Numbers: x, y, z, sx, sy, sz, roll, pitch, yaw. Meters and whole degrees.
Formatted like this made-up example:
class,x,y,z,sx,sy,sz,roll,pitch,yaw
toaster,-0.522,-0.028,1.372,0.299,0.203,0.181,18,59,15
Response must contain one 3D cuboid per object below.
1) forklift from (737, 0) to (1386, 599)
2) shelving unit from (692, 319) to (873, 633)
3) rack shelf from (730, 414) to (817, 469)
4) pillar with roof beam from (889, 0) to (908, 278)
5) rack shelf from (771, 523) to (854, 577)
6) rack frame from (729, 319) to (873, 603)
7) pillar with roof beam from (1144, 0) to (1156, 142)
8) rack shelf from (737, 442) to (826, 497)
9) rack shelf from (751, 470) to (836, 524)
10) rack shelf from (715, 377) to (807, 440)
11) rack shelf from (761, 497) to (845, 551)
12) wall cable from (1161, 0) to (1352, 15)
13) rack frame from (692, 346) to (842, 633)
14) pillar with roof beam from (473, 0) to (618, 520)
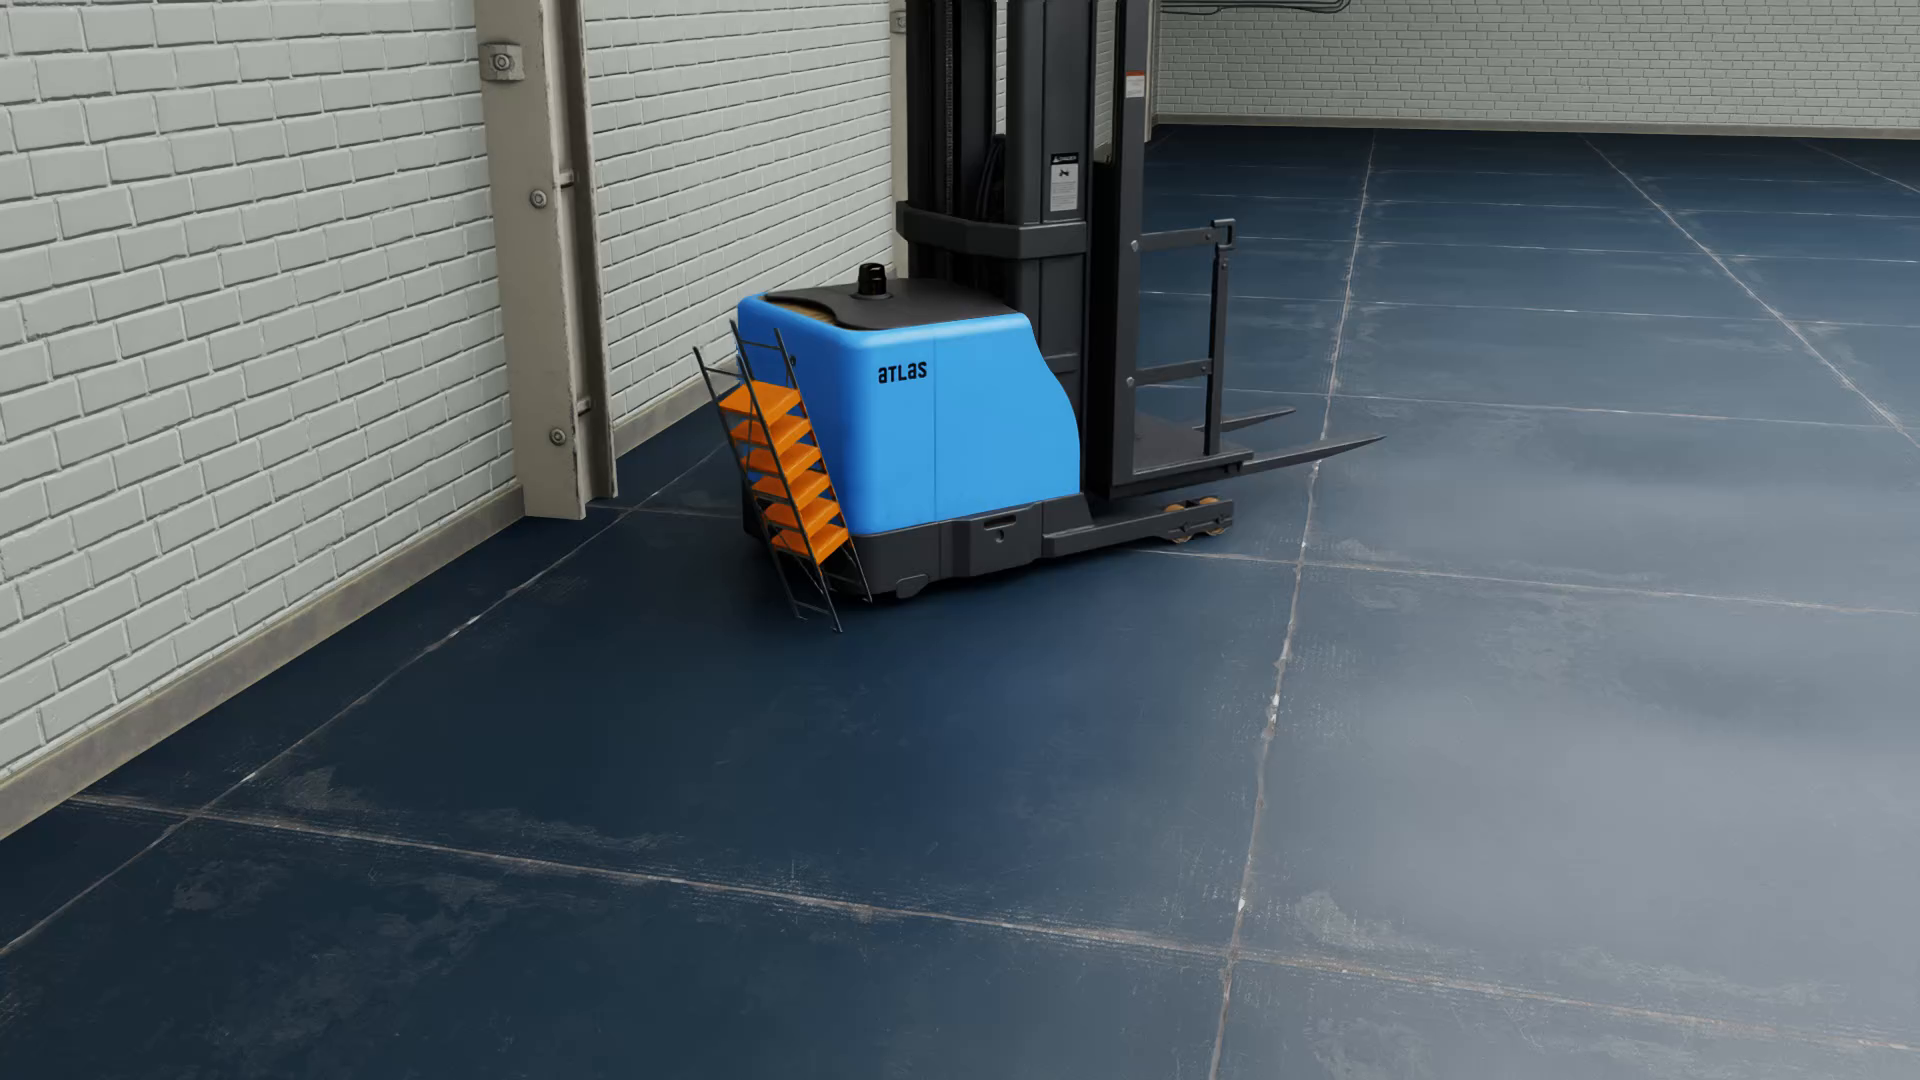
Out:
class,x,y,z,sx,sy,sz,roll,pitch,yaw
forklift,0.591,-1.502,7.050,3.031,2.935,1.130,-12,22,-31
shelving unit,-0.618,-0.209,5.959,0.258,1.200,0.189,15,46,38
rack shelf,-0.664,-0.363,5.848,0.258,0.103,0.180,15,46,38
pillar with roof beam,3.839,-5.963,10.723,9.100,9.000,0.400,5,19,13
rack shelf,-0.550,0.016,6.119,0.258,0.103,0.180,15,46,38
rack frame,-0.563,-0.261,6.009,0.240,1.200,0.006,15,46,38
pillar with roof beam,6.771,-9.724,21.735,9.100,9.000,0.400,5,19,13
rack shelf,-0.636,-0.268,5.916,0.258,0.103,0.180,15,46,38
rack shelf,-0.607,-0.174,5.984,0.258,0.103,0.180,15,46,38
rack shelf,-0.693,-0.458,5.781,0.258,0.103,0.180,15,46,38
rack shelf,-0.579,-0.079,6.051,0.258,0.103,0.180,15,46,38
wall cable,4.599,-9.414,25.630,3.097,2.526,0.112,5,19,13
rack frame,-0.673,-0.156,5.908,0.240,1.200,0.006,15,46,38
pillar with roof beam,2.373,-4.082,5.218,9.100,9.000,0.400,5,19,13
